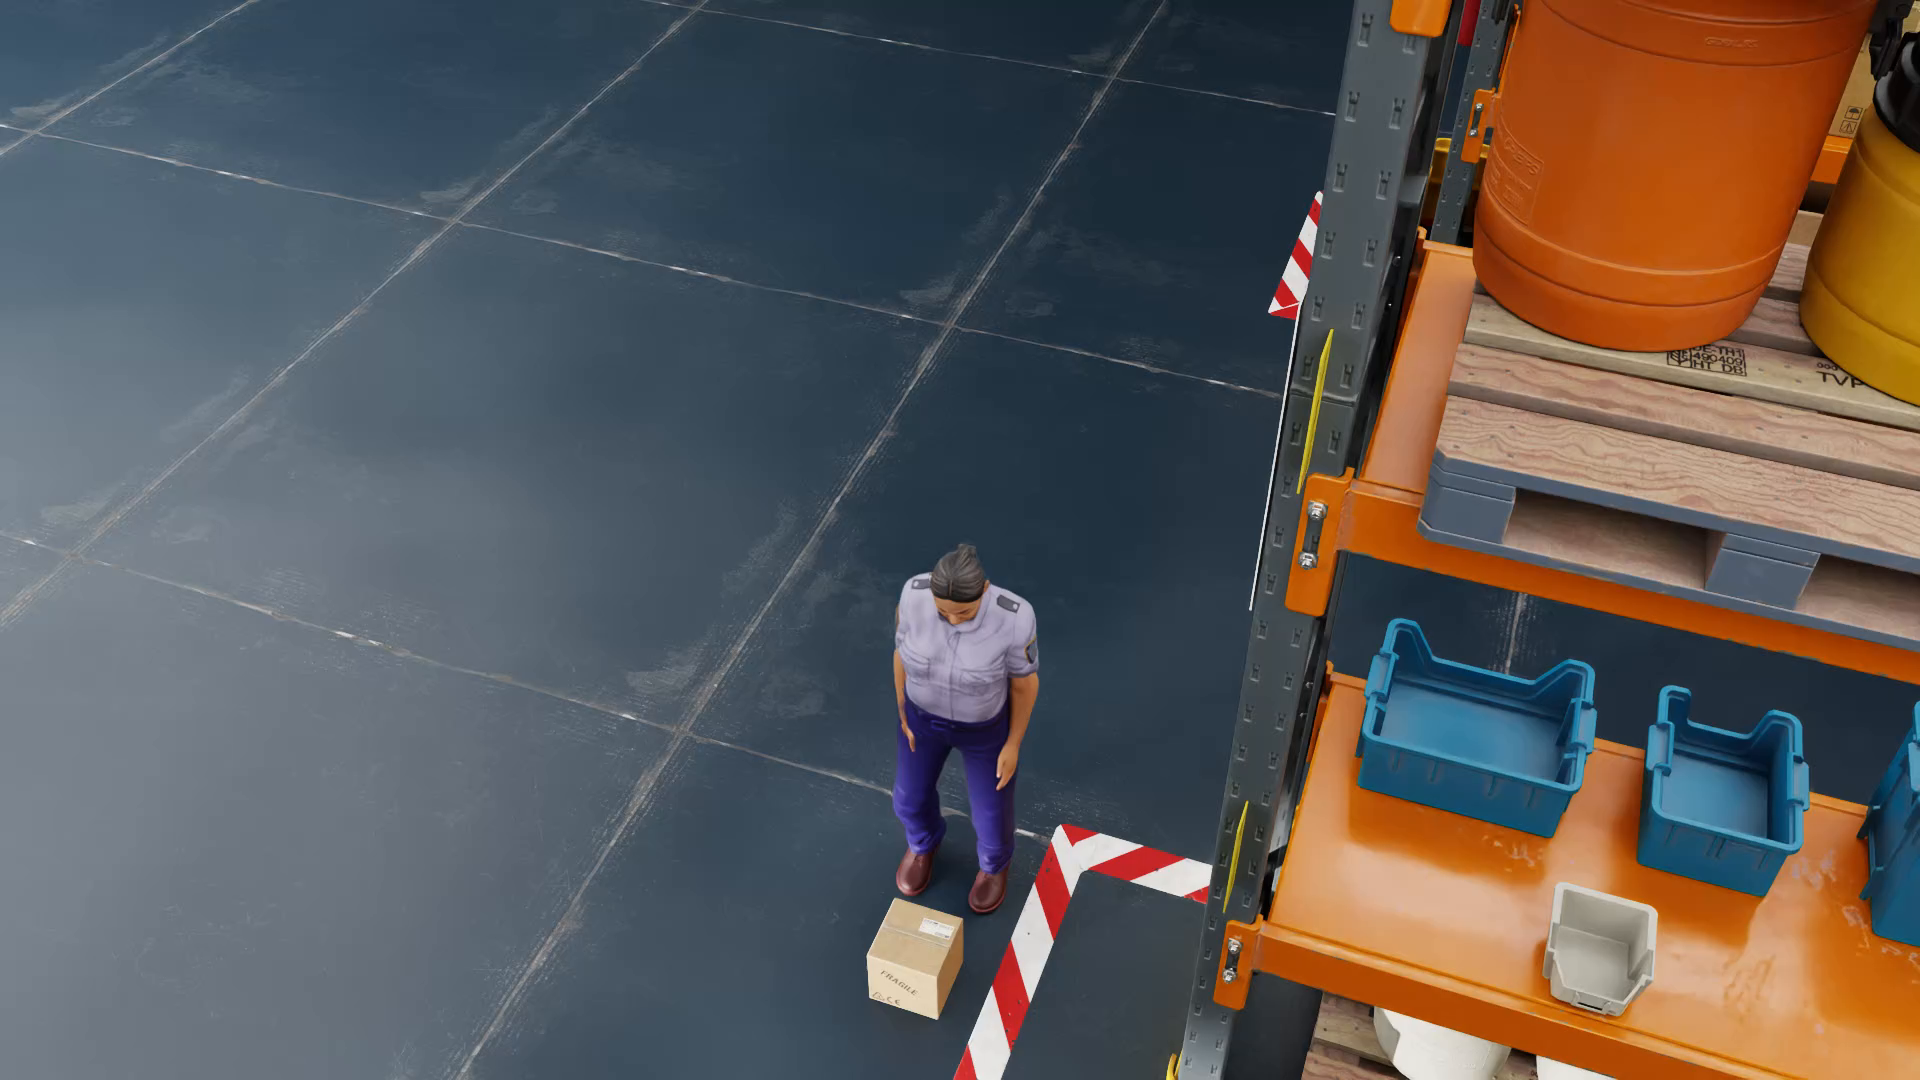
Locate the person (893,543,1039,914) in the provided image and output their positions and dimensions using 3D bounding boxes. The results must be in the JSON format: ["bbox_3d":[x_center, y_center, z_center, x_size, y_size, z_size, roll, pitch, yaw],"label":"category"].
[{"bbox_3d":[0.019,0.610,5.525,0.489,1.610,0.366,12,43,14],"label":"person"}]
